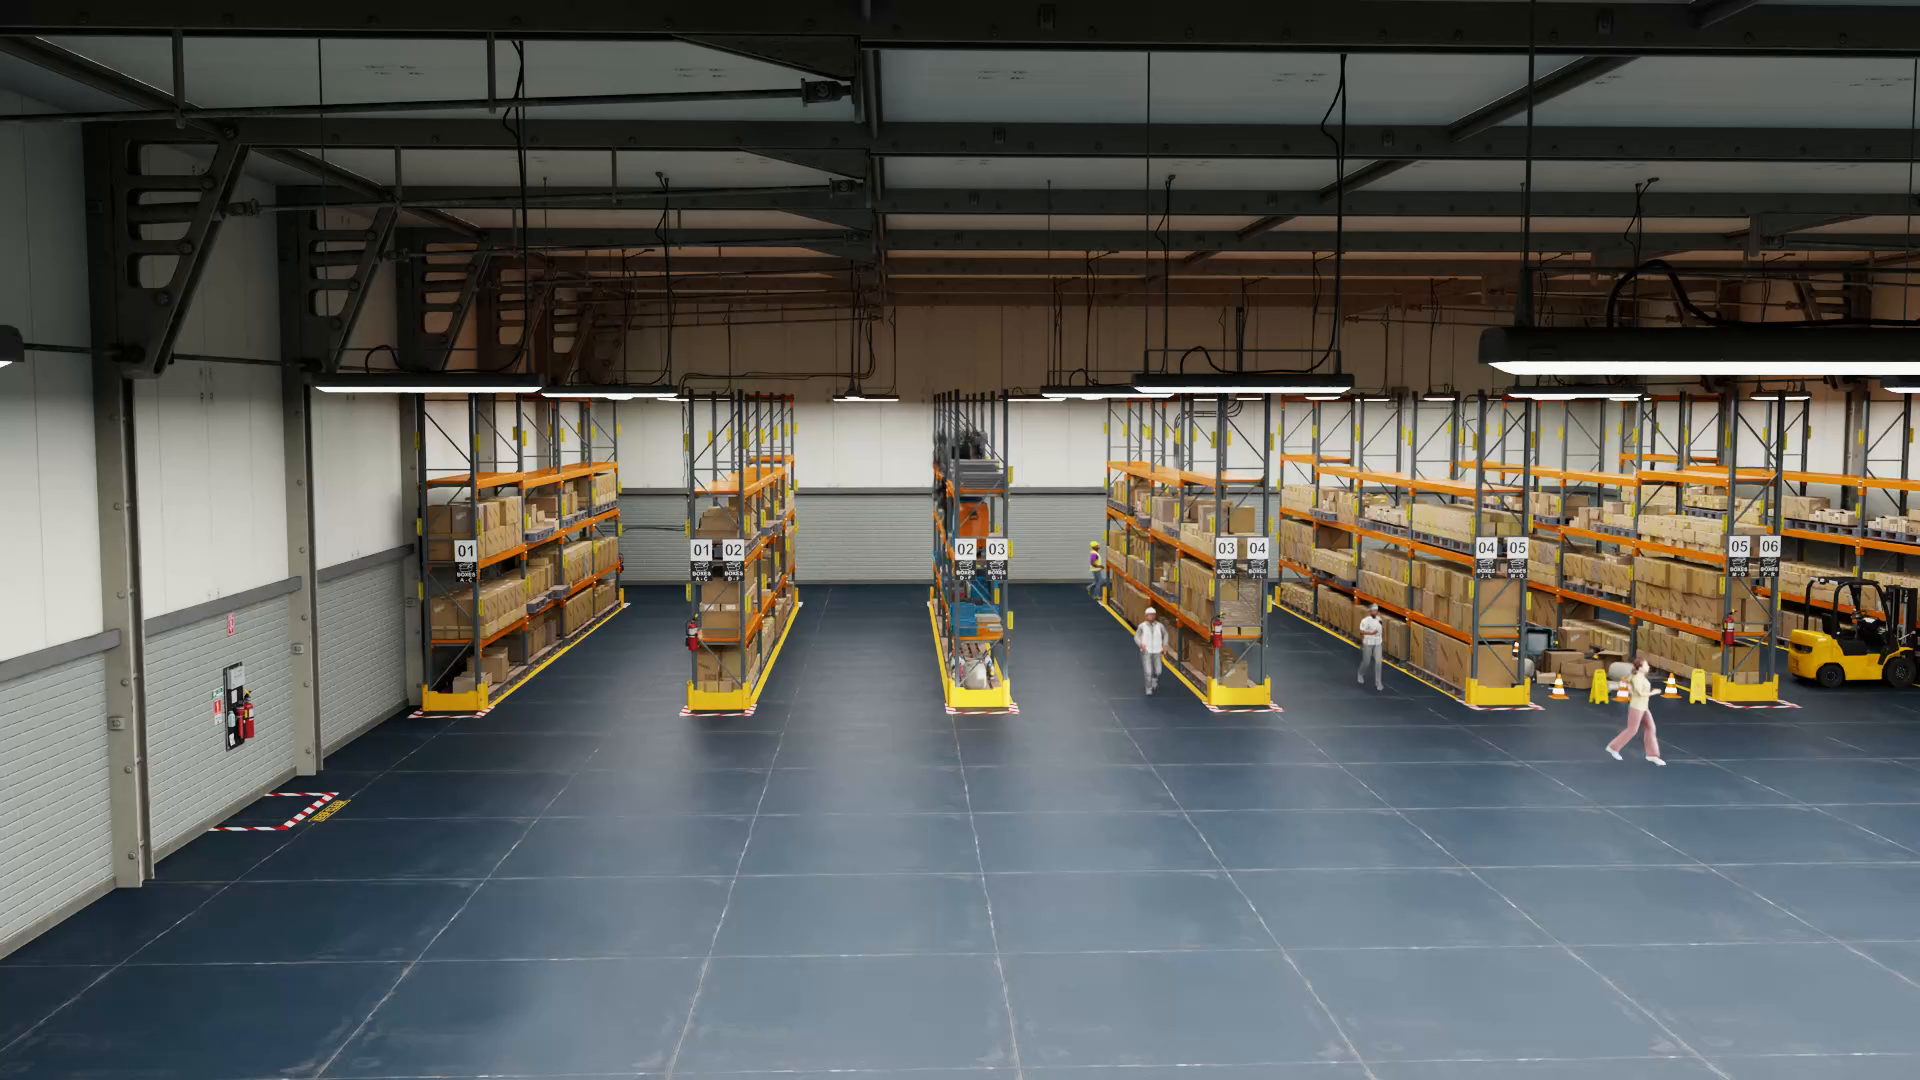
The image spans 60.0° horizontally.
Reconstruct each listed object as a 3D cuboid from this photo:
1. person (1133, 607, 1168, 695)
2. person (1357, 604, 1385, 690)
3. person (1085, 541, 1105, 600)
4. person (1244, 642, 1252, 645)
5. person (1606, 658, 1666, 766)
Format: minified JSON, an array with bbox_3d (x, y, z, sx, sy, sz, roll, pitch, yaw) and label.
[{"bbox_3d":[3.769,2.187,32.772,0.706,1.729,0.609,0,5,-4],"label":"person"},{"bbox_3d":[8.312,2.117,33.576,0.604,1.703,0.886,-1,5,-13],"label":"person"},{"bbox_3d":[3.965,0.893,48.703,0.605,1.718,0.686,0,5,6],"label":"person"},{"bbox_3d":[6.814,1.684,39.321,0.589,1.653,0.528,0,5,-1],"label":"person"},{"bbox_3d":[10.759,2.713,26.421,0.894,1.697,0.593,3,5,29],"label":"person"}]
